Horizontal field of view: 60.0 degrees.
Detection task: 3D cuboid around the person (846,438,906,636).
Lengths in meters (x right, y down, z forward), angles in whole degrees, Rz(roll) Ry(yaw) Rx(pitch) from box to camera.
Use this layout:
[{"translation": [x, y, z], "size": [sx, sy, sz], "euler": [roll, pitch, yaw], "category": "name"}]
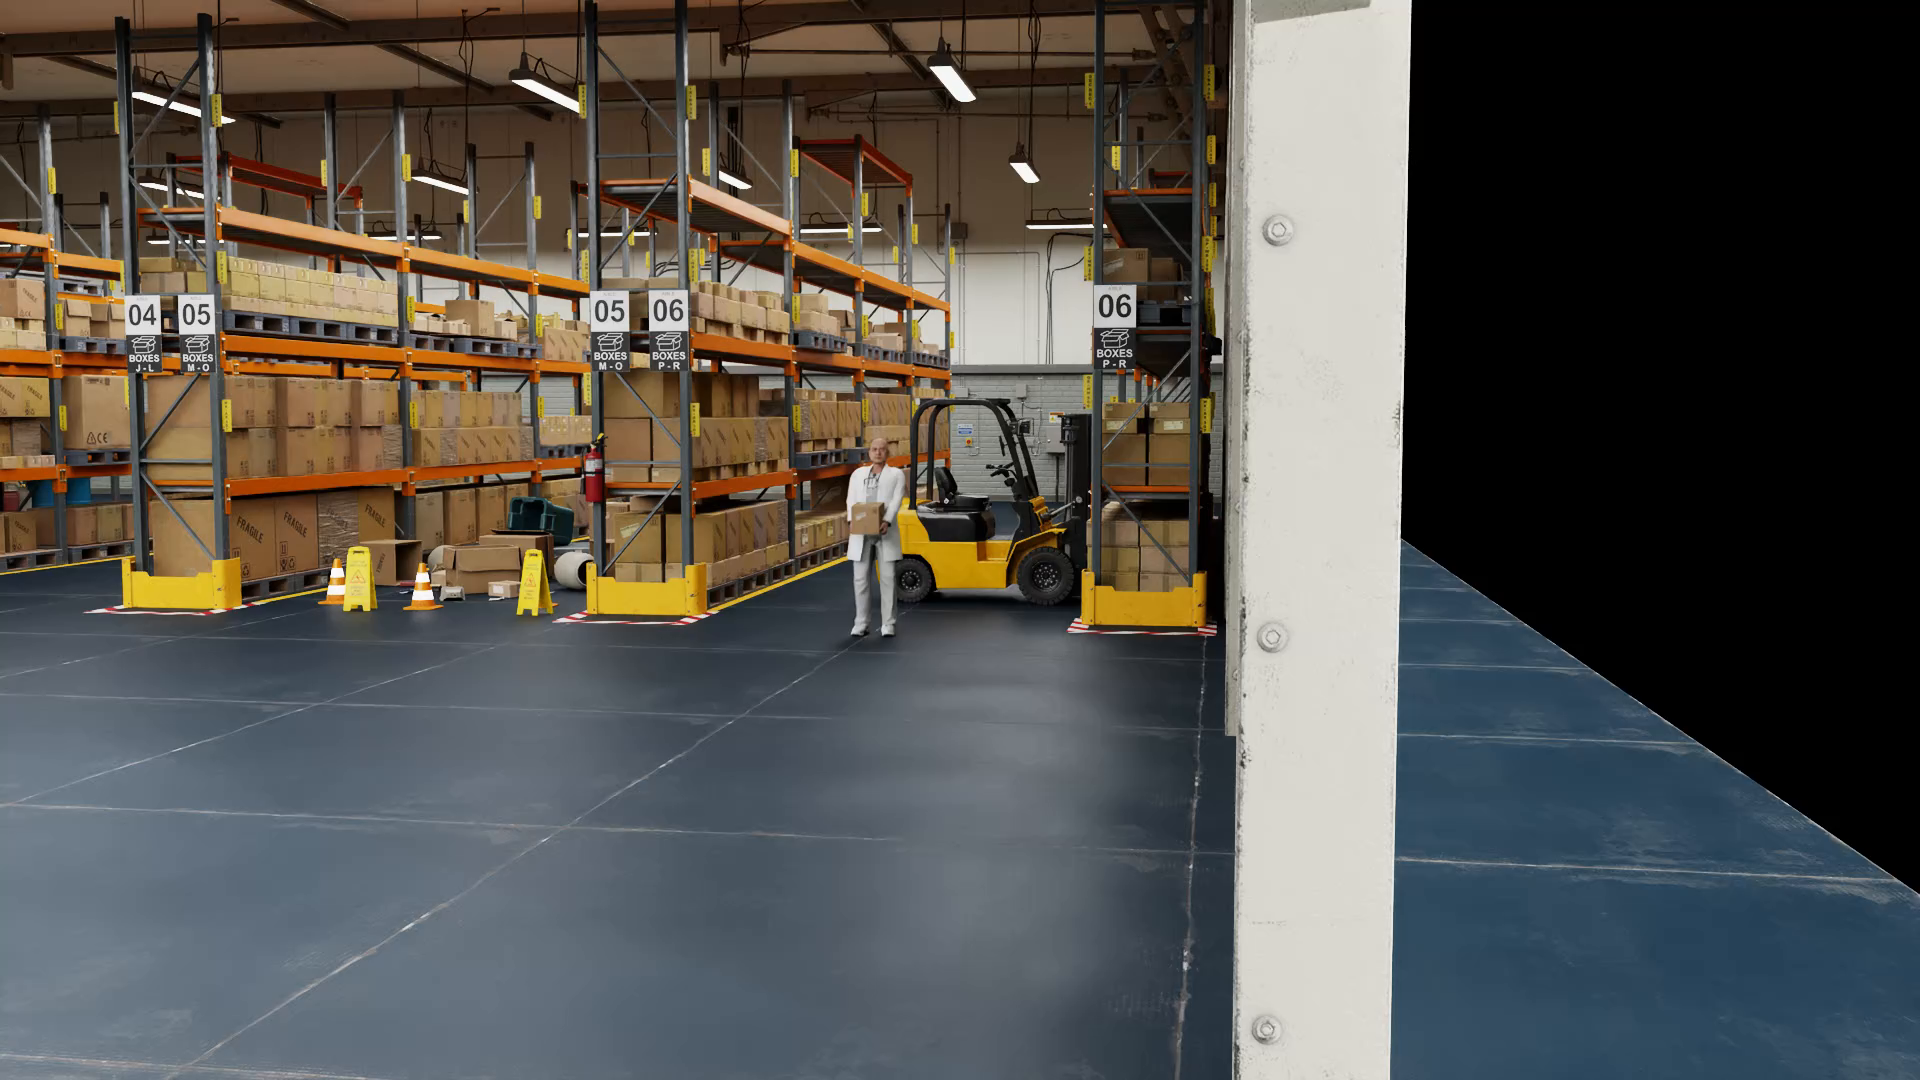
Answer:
[{"translation": [-0.773, -0.022, 14.914], "size": [0.529, 1.769, 0.563], "euler": [1, 4, 9], "category": "person"}]
